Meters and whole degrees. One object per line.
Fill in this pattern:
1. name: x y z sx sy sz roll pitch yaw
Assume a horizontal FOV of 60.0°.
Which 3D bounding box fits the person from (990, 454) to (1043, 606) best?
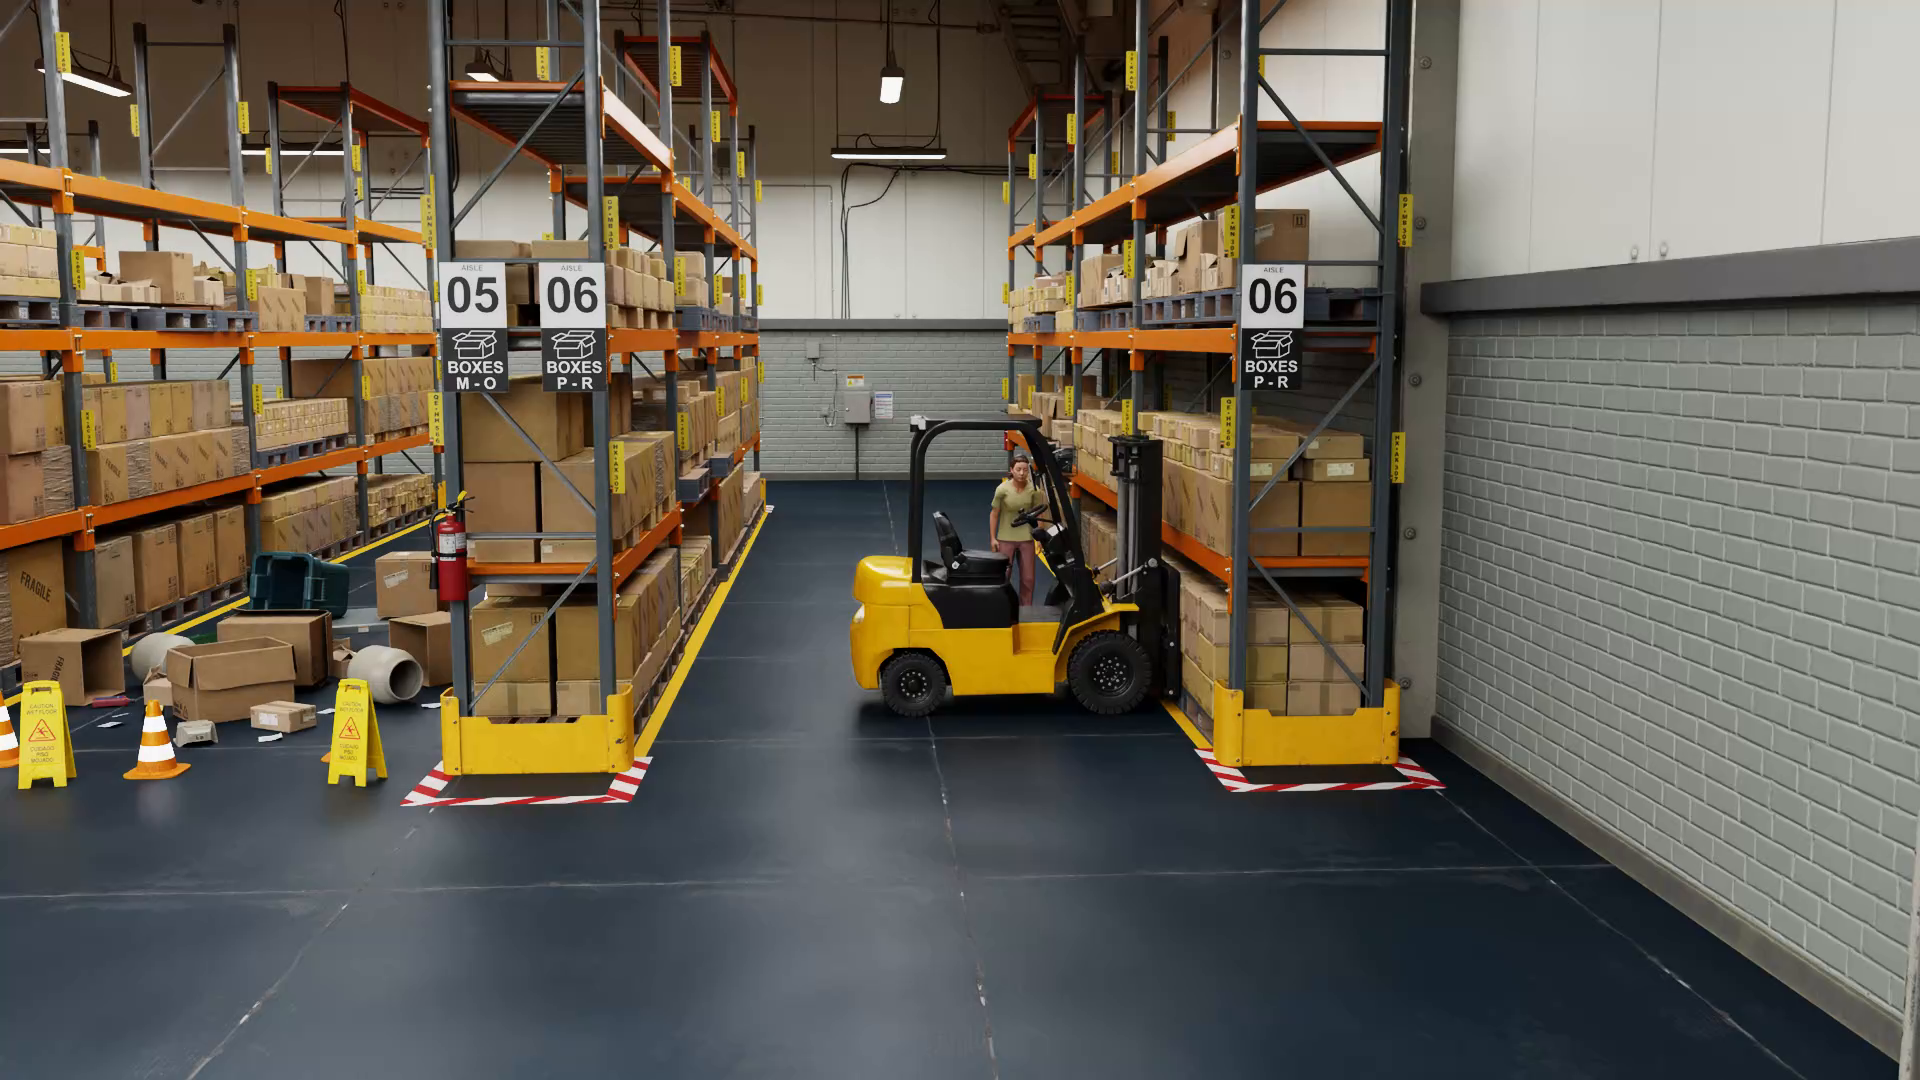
1. person: 0.527 0.030 15.507 0.520 1.673 0.357 -1 7 -7
